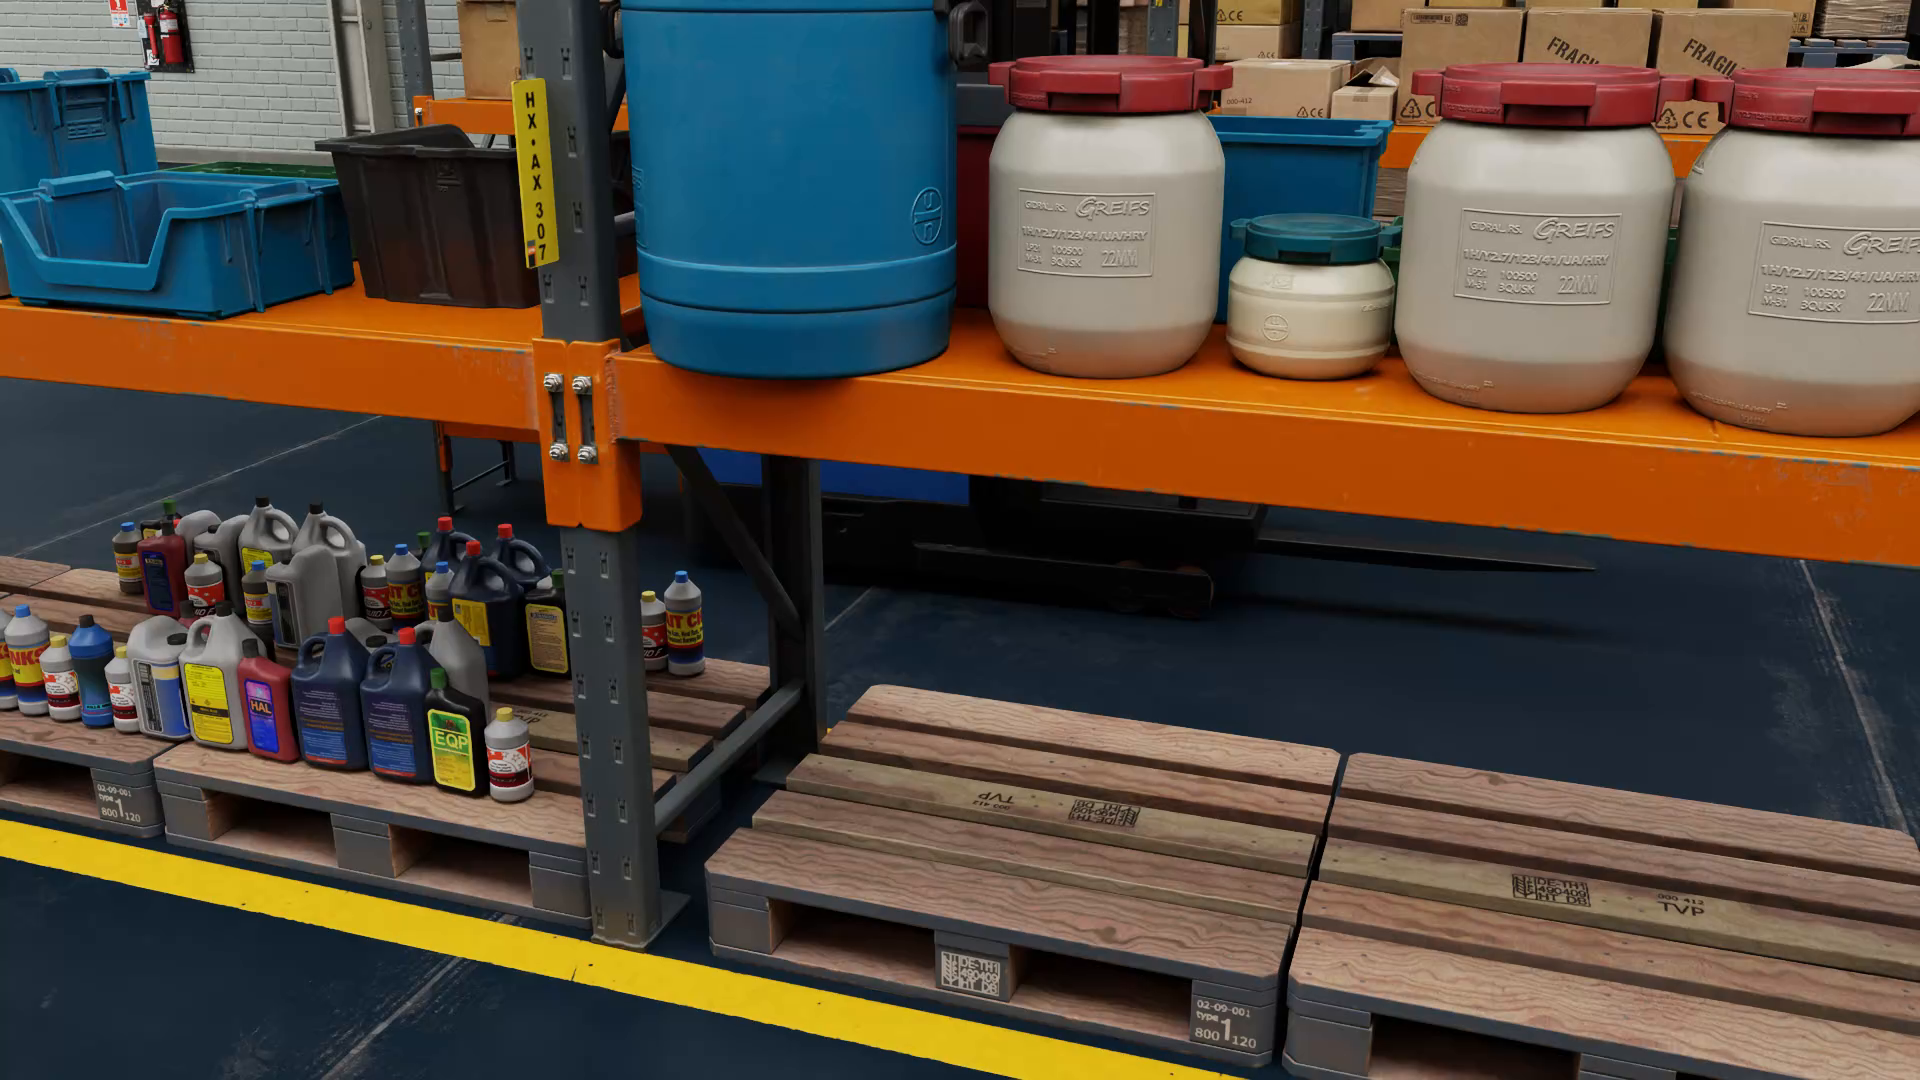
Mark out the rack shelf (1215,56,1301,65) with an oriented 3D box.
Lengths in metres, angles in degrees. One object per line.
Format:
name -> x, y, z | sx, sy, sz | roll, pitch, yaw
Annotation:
rack shelf -> 0.792, -3.653, 13.091 | 4.000, 0.370, 1.077 | 7, 20, 18

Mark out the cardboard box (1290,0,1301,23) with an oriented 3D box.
cardboard box -> 2.306, -4.185, 12.583 | 0.500, 0.500, 0.500 | 6, 20, 17

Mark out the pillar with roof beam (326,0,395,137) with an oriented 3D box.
pillar with roof beam -> -7.233, -6.544, 11.179 | 0.400, 9.000, 9.100 | 7, 20, 18

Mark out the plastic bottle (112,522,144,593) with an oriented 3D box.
plastic bottle -> -2.470, 0.048, 4.966 | 0.097, 0.201, 0.097 | 0, 19, 0

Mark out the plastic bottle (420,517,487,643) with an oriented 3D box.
plastic bottle -> -1.375, 0.110, 4.558 | 0.185, 0.351, 0.144 | 6, 20, 16

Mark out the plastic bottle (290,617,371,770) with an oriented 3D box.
plastic bottle -> -1.454, 0.346, 3.882 | 0.185, 0.351, 0.144 | 5, 20, 15

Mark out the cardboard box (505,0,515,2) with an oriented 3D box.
cardboard box -> -2.169, -2.884, 8.656 | 0.250, 0.149, 0.380 | 6, 20, 17

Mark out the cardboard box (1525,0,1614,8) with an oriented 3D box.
cardboard box -> 4.309, -3.842, 11.720 | 0.500, 0.500, 0.700 | 10, 21, 26

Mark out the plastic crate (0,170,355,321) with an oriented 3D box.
plastic crate -> -1.704, -0.661, 3.641 | 0.616, 0.251, 0.499 | 7, 20, 18

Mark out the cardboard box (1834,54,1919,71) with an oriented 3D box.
cardboard box -> 4.056, -1.919, 7.158 | 0.500, 0.311, 0.500 | 6, 20, 17

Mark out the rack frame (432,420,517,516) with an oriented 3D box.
rack frame -> -1.895, -0.704, 6.386 | 0.032, 1.125, 0.500 | 5, 20, 15

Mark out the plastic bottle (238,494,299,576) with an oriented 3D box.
plastic bottle -> -1.952, 0.044, 4.748 | 0.185, 0.351, 0.144 | 7, 21, 20

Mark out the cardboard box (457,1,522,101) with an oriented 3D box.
cardboard box -> -2.283, -2.661, 9.000 | 0.500, 0.500, 0.700 | 7, 20, 18

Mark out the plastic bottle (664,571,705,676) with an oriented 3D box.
plastic bottle -> -0.727, 0.214, 4.383 | 0.097, 0.271, 0.097 | 0, 19, 0

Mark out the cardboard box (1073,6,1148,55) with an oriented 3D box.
cardboard box -> 0.638, -2.329, 8.049 | 0.500, 0.500, 0.700 | 6, 20, 17

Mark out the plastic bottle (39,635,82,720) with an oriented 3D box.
plastic bottle -> -2.226, 0.337, 4.136 | 0.097, 0.201, 0.097 | 0, 19, 0

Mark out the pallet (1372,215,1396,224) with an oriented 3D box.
pallet -> 3.417, -2.376, 12.572 | 1.213, 0.211, 1.003 | 7, 20, 18

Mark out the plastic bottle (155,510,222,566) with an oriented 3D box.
plastic bottle -> -2.241, 0.048, 4.851 | 0.135, 0.276, 0.152 | 7, 20, 18

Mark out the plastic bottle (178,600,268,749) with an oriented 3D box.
plastic bottle -> -1.759, 0.311, 3.982 | 0.185, 0.351, 0.144 | 6, 20, 18

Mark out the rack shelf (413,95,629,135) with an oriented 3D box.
rack shelf -> -0.830, -2.112, 8.671 | 4.000, 0.370, 1.077 | 7, 20, 18

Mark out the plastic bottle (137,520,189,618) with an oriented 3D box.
plastic bottle -> -2.275, 0.078, 4.755 | 0.133, 0.283, 0.061 | 7, 20, 18

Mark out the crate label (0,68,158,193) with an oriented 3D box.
crate label -> -2.521, -1.030, 4.421 | 0.616, 0.435, 0.502 | 7, 20, 18

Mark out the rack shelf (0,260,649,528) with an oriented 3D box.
rack shelf -> -2.459, -0.572, 4.254 | 4.000, 0.370, 1.077 | 7, 20, 18

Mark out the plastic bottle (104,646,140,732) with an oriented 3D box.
plastic bottle -> -2.032, 0.359, 4.072 | 0.097, 0.201, 0.097 | 0, 19, 0

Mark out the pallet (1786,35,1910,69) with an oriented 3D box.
pallet -> 5.752, -3.298, 11.271 | 1.003, 0.211, 1.213 | 7, 20, 18

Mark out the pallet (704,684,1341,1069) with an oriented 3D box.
pallet -> 0.185, 0.693, 3.766 | 1.213, 0.211, 1.003 | 7, 20, 18

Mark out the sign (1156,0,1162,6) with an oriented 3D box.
sign -> 0.878, -2.509, 7.282 | 0.005, 0.325, 0.100 | 7, 20, 18

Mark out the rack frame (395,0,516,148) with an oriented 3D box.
rack frame -> -2.719, -2.668, 9.173 | 0.127, 3.000, 1.000 | 7, 20, 18

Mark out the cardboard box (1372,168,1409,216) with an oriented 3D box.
cardboard box -> 3.382, -2.730, 12.479 | 0.500, 0.500, 0.700 | 7, 20, 20

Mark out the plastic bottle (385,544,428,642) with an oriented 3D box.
plastic bottle -> -1.526, 0.144, 4.584 | 0.097, 0.271, 0.097 | 0, 19, 0

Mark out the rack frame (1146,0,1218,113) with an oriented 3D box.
rack frame -> 1.059, -2.236, 7.933 | 0.127, 3.000, 1.000 | 7, 20, 18

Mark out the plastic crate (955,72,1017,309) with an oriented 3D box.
plastic crate -> -0.012, -0.769, 3.628 | 0.583, 0.464, 0.402 | 7, 20, 18

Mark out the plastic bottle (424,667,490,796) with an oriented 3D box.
plastic bottle -> -1.133, 0.429, 3.746 | 0.133, 0.283, 0.061 | 8, 21, 21

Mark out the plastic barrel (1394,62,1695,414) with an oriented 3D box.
plastic barrel -> 0.955, -0.510, 2.774 | 0.433, 0.535, 0.433 | 0, 19, 0

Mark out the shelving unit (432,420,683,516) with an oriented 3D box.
shelving unit -> -1.406, -0.658, 6.254 | 1.048, 1.125, 0.538 | 5, 20, 15

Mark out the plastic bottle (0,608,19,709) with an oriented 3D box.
plastic bottle -> -2.414, 0.282, 4.186 | 0.097, 0.271, 0.097 | 0, 19, 0

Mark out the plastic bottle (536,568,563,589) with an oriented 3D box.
plastic bottle -> -1.042, 0.185, 4.458 | 0.135, 0.276, 0.152 | 7, 21, 20

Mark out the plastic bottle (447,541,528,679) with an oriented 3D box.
plastic bottle -> -1.244, 0.176, 4.371 | 0.185, 0.351, 0.144 | 7, 20, 18

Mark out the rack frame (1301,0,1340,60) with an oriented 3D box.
rack frame -> 2.681, -3.776, 12.353 | 0.127, 3.000, 1.000 | 7, 20, 18

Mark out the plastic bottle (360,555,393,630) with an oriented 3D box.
plastic bottle -> -1.634, 0.143, 4.692 | 0.097, 0.201, 0.097 | 0, 19, 0

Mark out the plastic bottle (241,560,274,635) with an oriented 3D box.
plastic bottle -> -1.950, 0.157, 4.651 | 0.097, 0.201, 0.097 | 0, 19, 0

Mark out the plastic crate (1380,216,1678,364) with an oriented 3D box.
plastic crate -> 1.168, -0.496, 3.263 | 0.662, 0.188, 0.450 | 7, 20, 18

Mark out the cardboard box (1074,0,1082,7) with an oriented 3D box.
cardboard box -> 0.499, -2.579, 7.782 | 0.250, 0.149, 0.380 | 6, 20, 17

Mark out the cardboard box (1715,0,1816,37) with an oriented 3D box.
cardboard box -> 5.476, -3.699, 11.310 | 0.500, 0.500, 0.700 | 5, 20, 13

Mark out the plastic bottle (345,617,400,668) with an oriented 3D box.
plastic bottle -> -1.429, 0.333, 4.034 | 0.135, 0.276, 0.152 | 7, 20, 18

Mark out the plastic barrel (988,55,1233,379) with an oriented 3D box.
plastic barrel -> 0.262, -0.589, 3.002 | 0.433, 0.535, 0.433 | 0, 19, 0

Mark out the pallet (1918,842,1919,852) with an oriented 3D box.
pallet -> 2.489, 0.957, 3.010 | 1.213, 0.211, 1.003 | 7, 20, 18

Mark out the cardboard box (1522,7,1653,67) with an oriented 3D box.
cardboard box -> 2.750, -2.084, 7.346 | 0.500, 0.500, 0.500 | 7, 20, 18

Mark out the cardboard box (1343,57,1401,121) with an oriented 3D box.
cardboard box -> 1.950, -2.134, 7.847 | 0.258, 0.266, 0.396 | 6, 20, 17

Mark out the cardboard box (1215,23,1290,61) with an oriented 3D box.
cardboard box -> 2.134, -3.672, 12.251 | 0.500, 0.250, 0.500 | 7, 20, 18

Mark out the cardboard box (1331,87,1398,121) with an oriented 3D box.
cardboard box -> 1.829, -1.958, 7.518 | 0.250, 0.149, 0.380 | 7, 20, 18

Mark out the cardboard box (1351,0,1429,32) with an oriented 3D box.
cardboard box -> 3.151, -3.966, 12.076 | 0.500, 0.500, 0.700 | 7, 20, 18

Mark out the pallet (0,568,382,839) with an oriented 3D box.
pallet -> -2.347, 0.404, 4.597 | 1.213, 0.211, 1.003 | 7, 20, 18

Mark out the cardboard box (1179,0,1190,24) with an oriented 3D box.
cardboard box -> 1.660, -4.076, 12.271 | 0.500, 0.500, 0.500 | 6, 20, 18

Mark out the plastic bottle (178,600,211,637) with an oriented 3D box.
plastic bottle -> -1.877, 0.291, 4.142 | 0.133, 0.283, 0.061 | 7, 20, 18

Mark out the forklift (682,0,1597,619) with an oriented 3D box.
forklift -> 0.605, -1.326, 5.429 | 3.031, 2.935, 1.130 | 5, 20, 15
